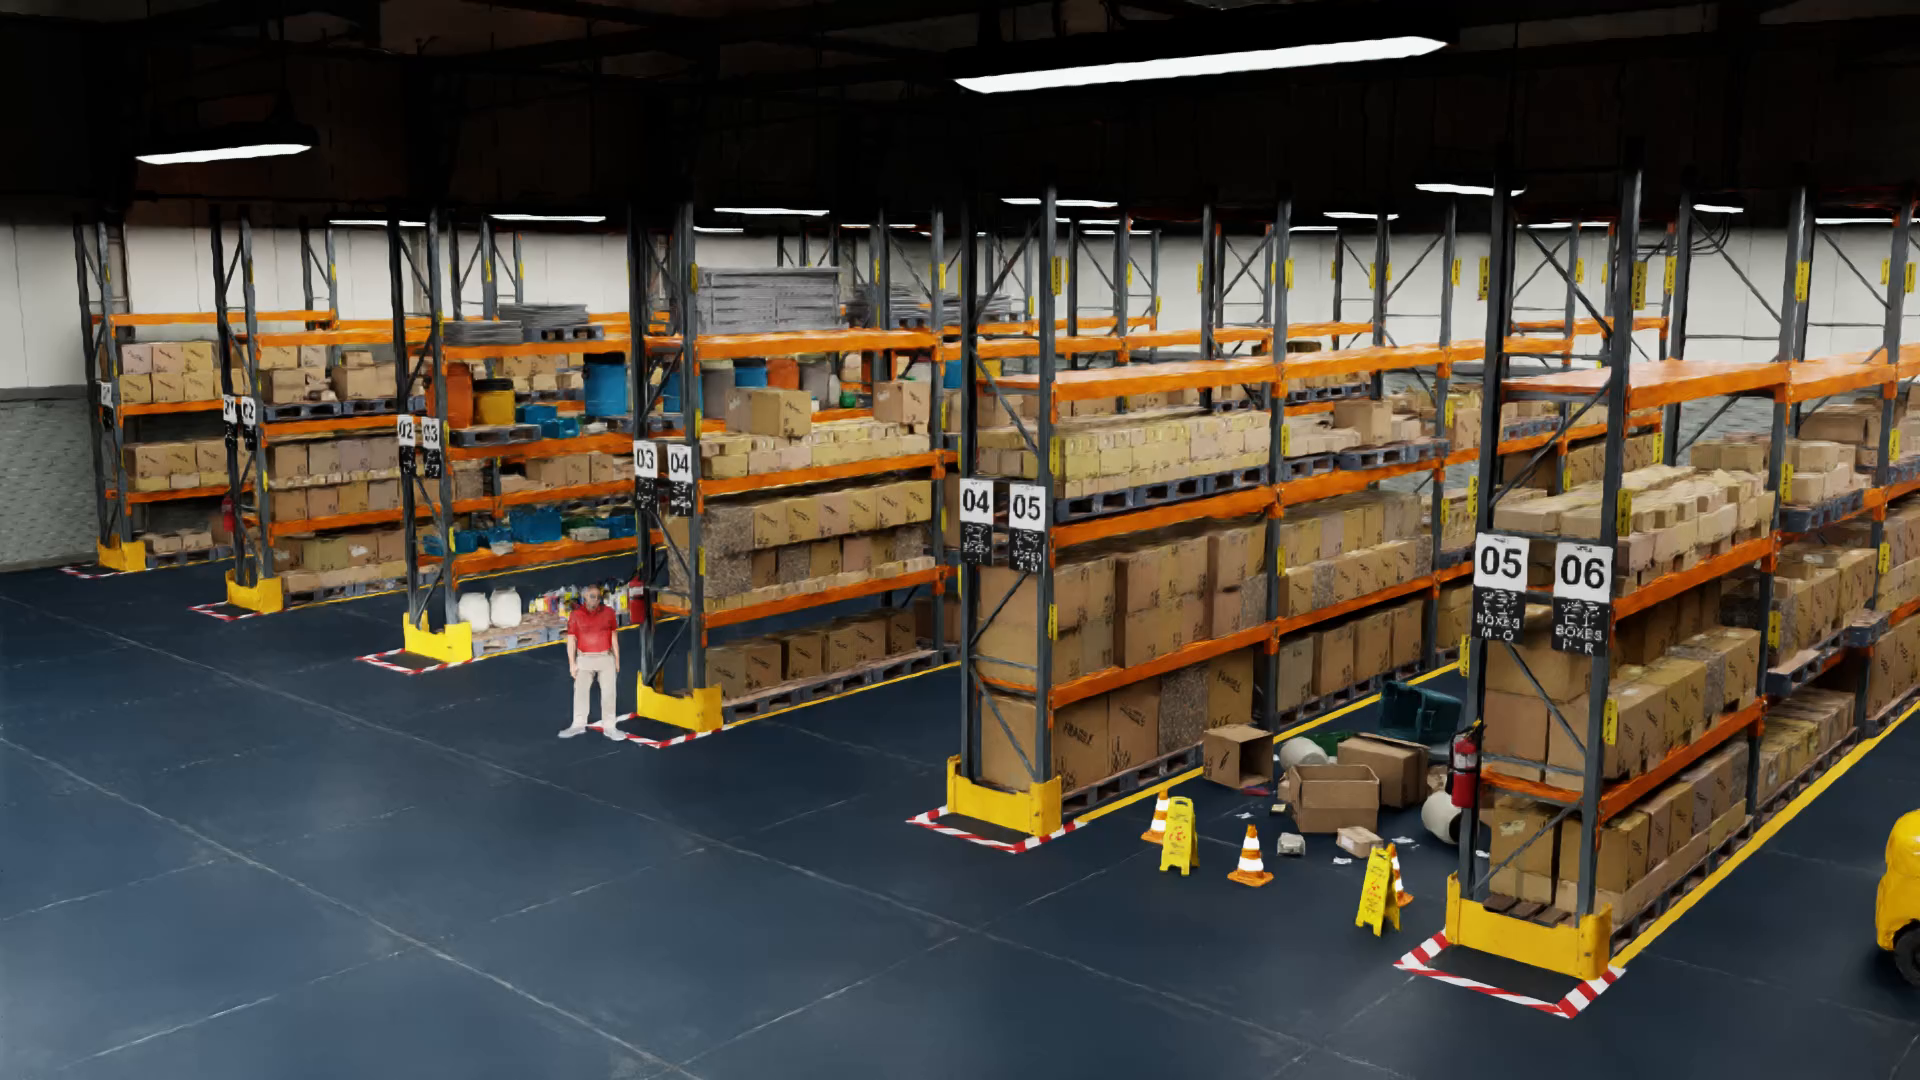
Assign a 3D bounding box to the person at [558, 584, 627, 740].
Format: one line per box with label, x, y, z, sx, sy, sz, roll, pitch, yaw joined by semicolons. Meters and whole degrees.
person;-4.038;1.324;18.129;0.727;1.727;0.469;-2;10;-15
